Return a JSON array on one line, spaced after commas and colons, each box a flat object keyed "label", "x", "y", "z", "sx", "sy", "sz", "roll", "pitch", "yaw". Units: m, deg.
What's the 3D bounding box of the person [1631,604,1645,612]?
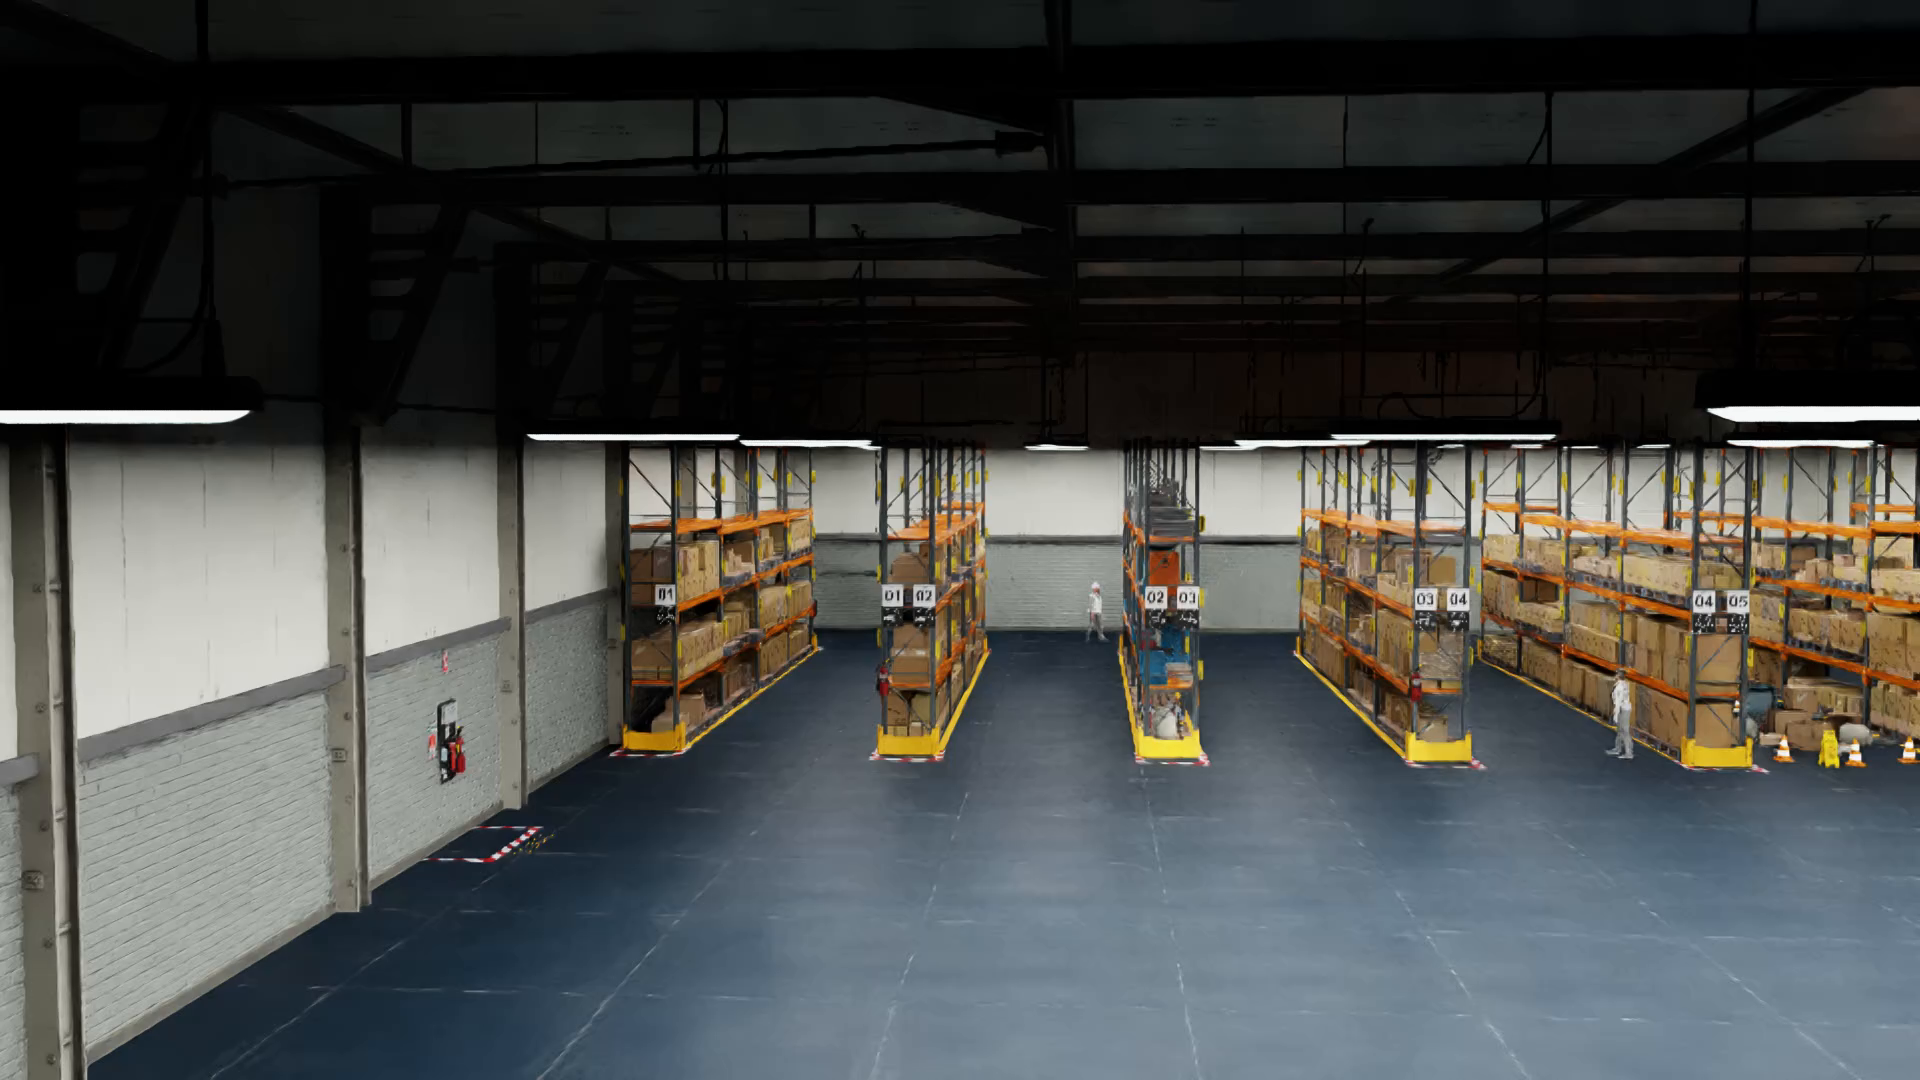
[{"label": "person", "x": 18.443, "y": 2.405, "z": 45.282, "sx": 0.557, "sy": 1.776, "sz": 0.693, "roll": 0, "pitch": 3, "yaw": -5}]

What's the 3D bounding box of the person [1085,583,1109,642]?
[{"label": "person", "x": 4.082, "y": 2.160, "z": 49.874, "sx": 0.530, "sy": 1.767, "sz": 0.723, "roll": 2, "pitch": 4, "yaw": 38}]

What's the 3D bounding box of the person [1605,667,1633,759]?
[{"label": "person", "x": 12.315, "y": 3.213, "z": 31.046, "sx": 0.538, "sy": 1.667, "sz": 0.571, "roll": 2, "pitch": 4, "yaw": 32}]
